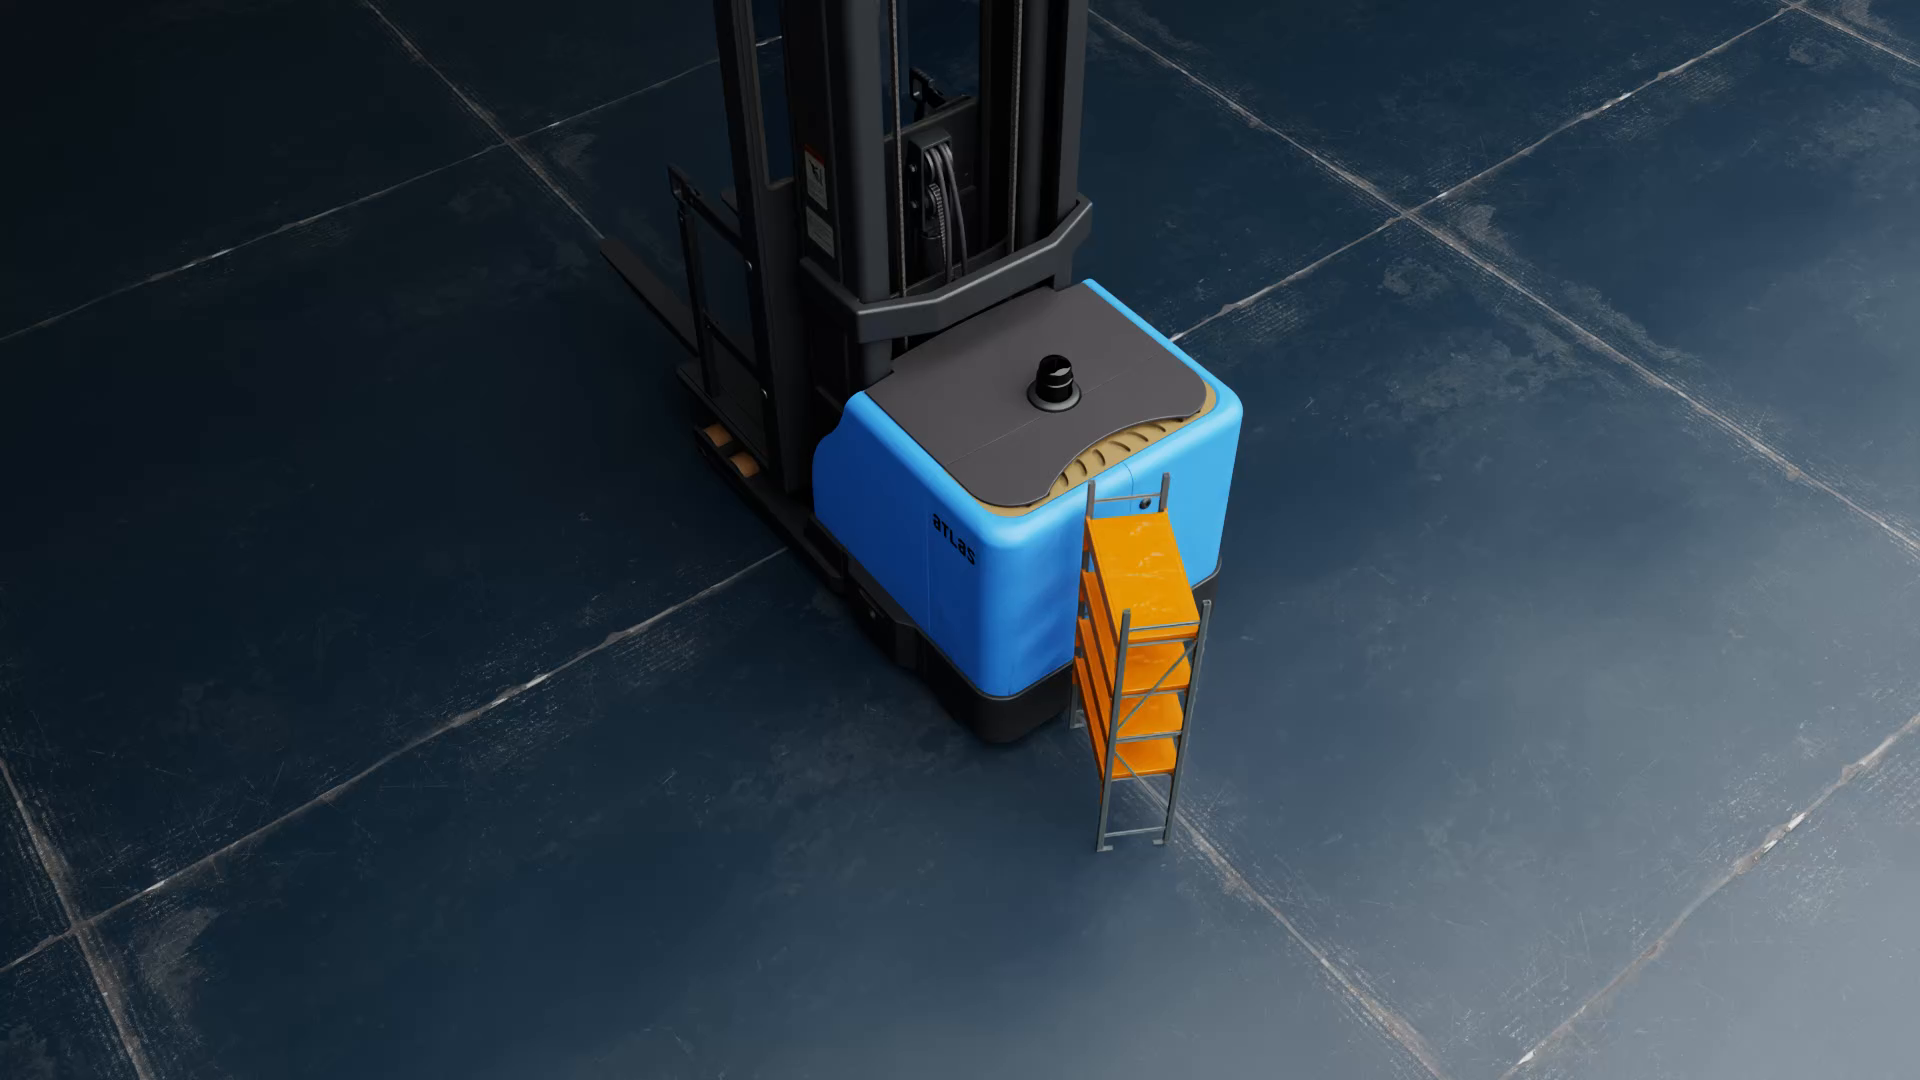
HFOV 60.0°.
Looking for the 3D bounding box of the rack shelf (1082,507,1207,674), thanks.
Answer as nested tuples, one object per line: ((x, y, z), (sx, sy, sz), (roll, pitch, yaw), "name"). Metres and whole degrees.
((0.523, 0.139, 4.784), (0.258, 0.148, 0.480), (-6, 48, -5), "rack shelf")

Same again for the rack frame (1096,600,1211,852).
((0.557, 0.582, 4.912), (0.240, 1.200, 0.015), (-6, 48, -5), "rack frame")

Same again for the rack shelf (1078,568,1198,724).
((0.523, 0.298, 4.959), (0.258, 0.148, 0.480), (-6, 48, -5), "rack shelf")

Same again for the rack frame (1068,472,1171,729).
((0.489, 0.224, 5.237), (0.240, 1.200, 0.015), (-6, 48, -5), "rack frame")

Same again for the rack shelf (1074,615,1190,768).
((0.523, 0.448, 5.125), (0.258, 0.148, 0.480), (-6, 48, -5), "rack shelf")

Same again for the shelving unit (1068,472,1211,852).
((0.523, 0.403, 5.075), (0.258, 1.200, 0.503), (-6, 48, -5), "shelving unit")

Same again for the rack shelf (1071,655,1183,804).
((0.523, 0.582, 5.272), (0.258, 0.148, 0.480), (-6, 48, -5), "rack shelf")

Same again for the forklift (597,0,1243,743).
((-0.377, -1.358, 5.503), (1.130, 2.935, 3.031), (-29, 54, -24), "forklift")
